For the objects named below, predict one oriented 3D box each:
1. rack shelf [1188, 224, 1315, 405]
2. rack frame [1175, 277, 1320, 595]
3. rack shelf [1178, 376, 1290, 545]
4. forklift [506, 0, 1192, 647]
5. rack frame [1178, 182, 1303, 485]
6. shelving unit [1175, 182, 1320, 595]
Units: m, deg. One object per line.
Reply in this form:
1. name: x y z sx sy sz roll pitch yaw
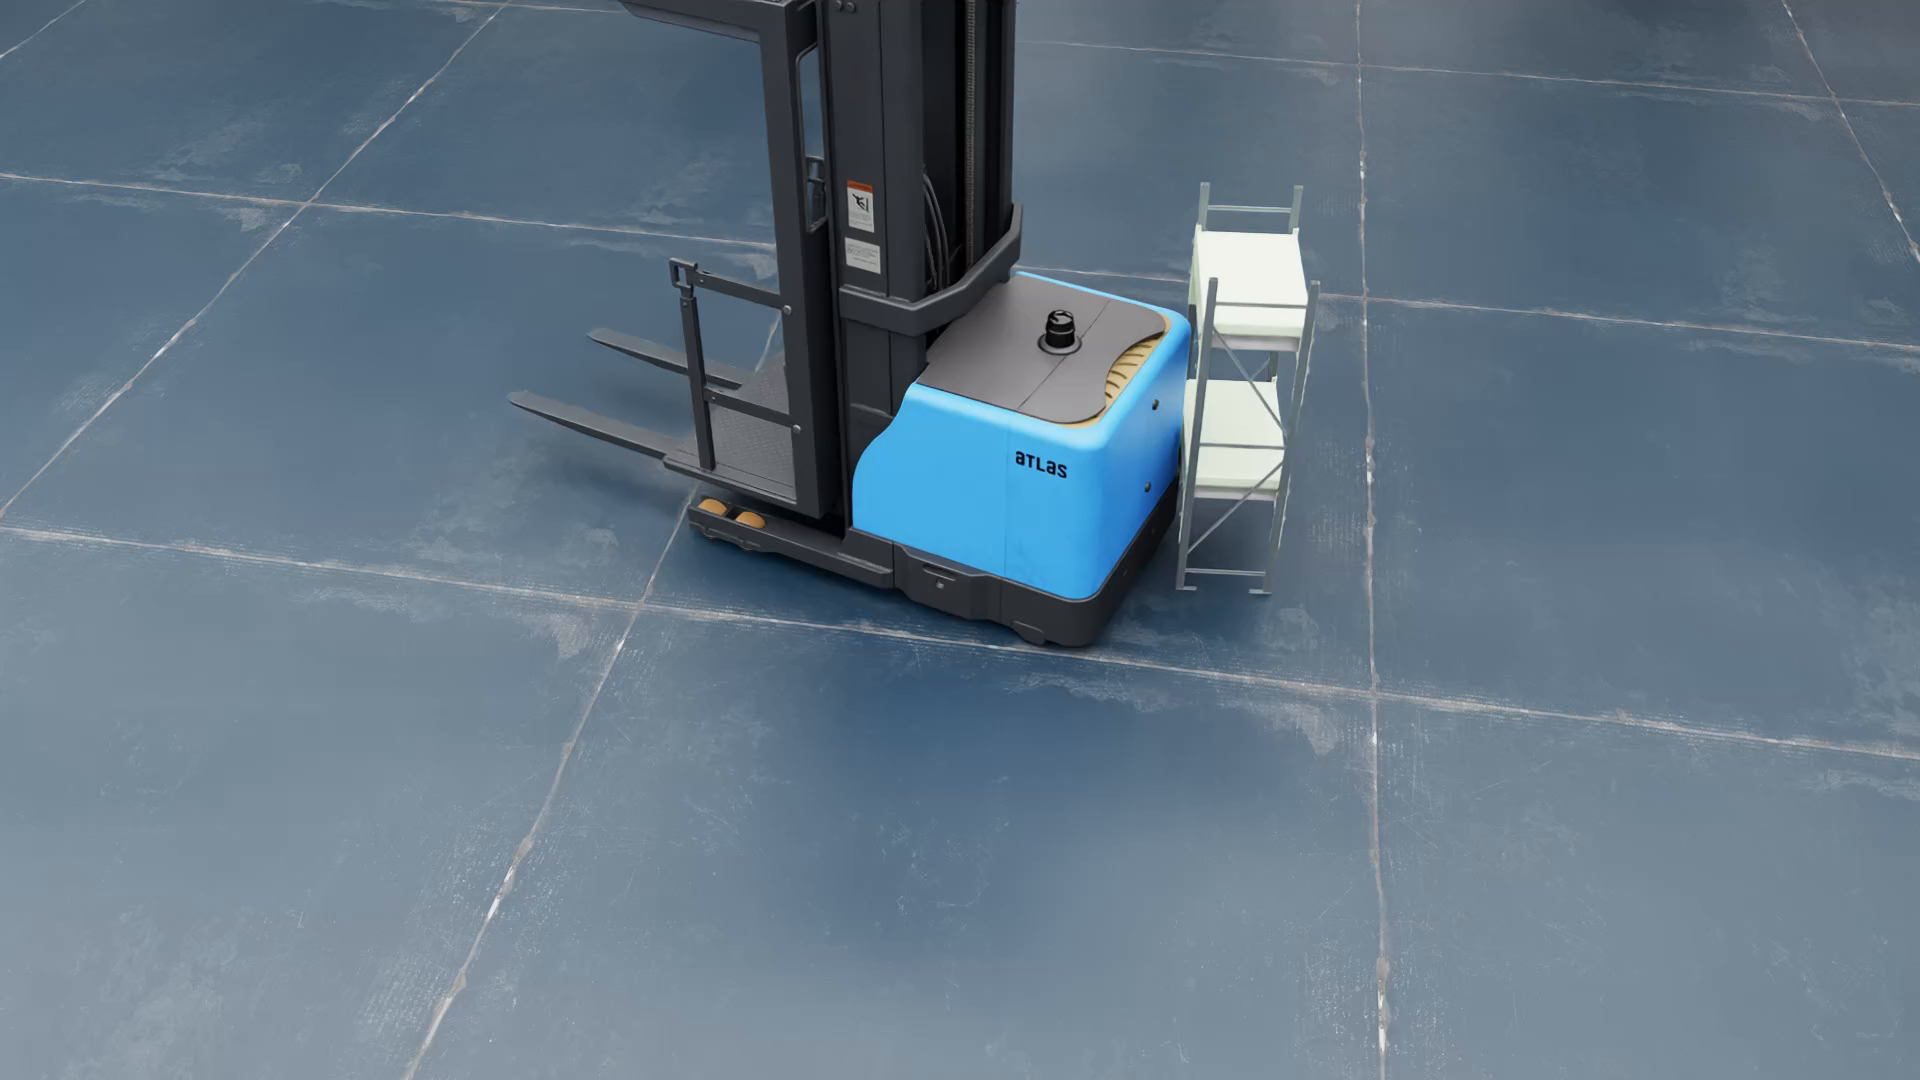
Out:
1. rack shelf: 1.132 -0.897 6.546 0.431 0.370 0.720 3 40 3
2. rack frame: 1.105 -0.364 6.513 0.400 1.500 0.023 3 40 3
3. rack shelf: 1.132 -0.345 7.002 0.431 0.370 0.720 3 40 3
4. forklift: -0.606 -1.364 6.600 3.031 2.935 1.130 18 43 21
5. rack frame: 1.159 -0.829 7.076 0.400 1.500 0.023 3 40 3
6. shelving unit: 1.132 -0.596 6.794 0.431 1.500 0.755 3 40 3
